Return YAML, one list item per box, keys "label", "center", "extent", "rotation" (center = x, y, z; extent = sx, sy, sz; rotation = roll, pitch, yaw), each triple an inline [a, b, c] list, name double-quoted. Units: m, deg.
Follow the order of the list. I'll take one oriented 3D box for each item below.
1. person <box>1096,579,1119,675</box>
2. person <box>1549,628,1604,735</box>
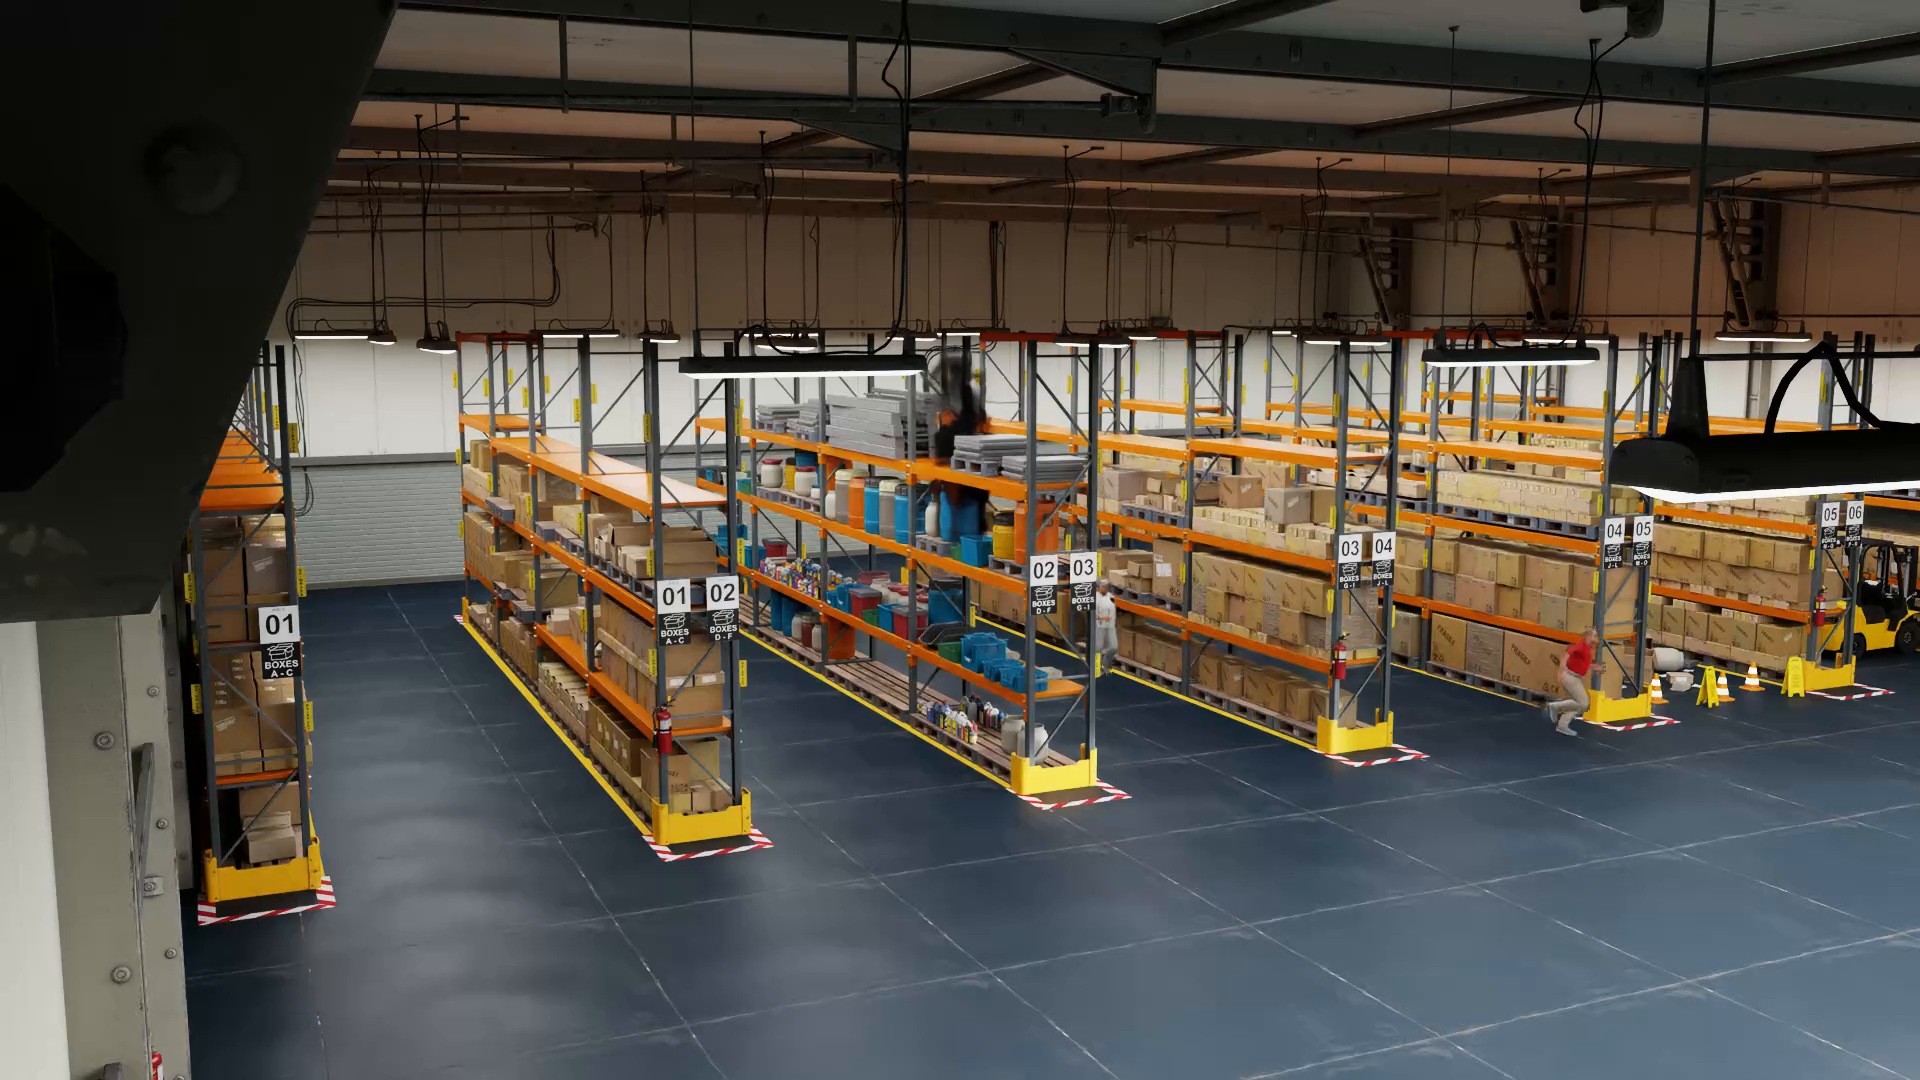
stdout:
- label: "person"
  center: [2.444, 1.482, 27.986]
  extent: [0.593, 1.662, 0.577]
  rotation: [-3, 8, -21]
- label: "person"
  center: [9.343, 2.142, 25.199]
  extent: [0.749, 1.655, 0.652]
  rotation: [3, 8, 24]
